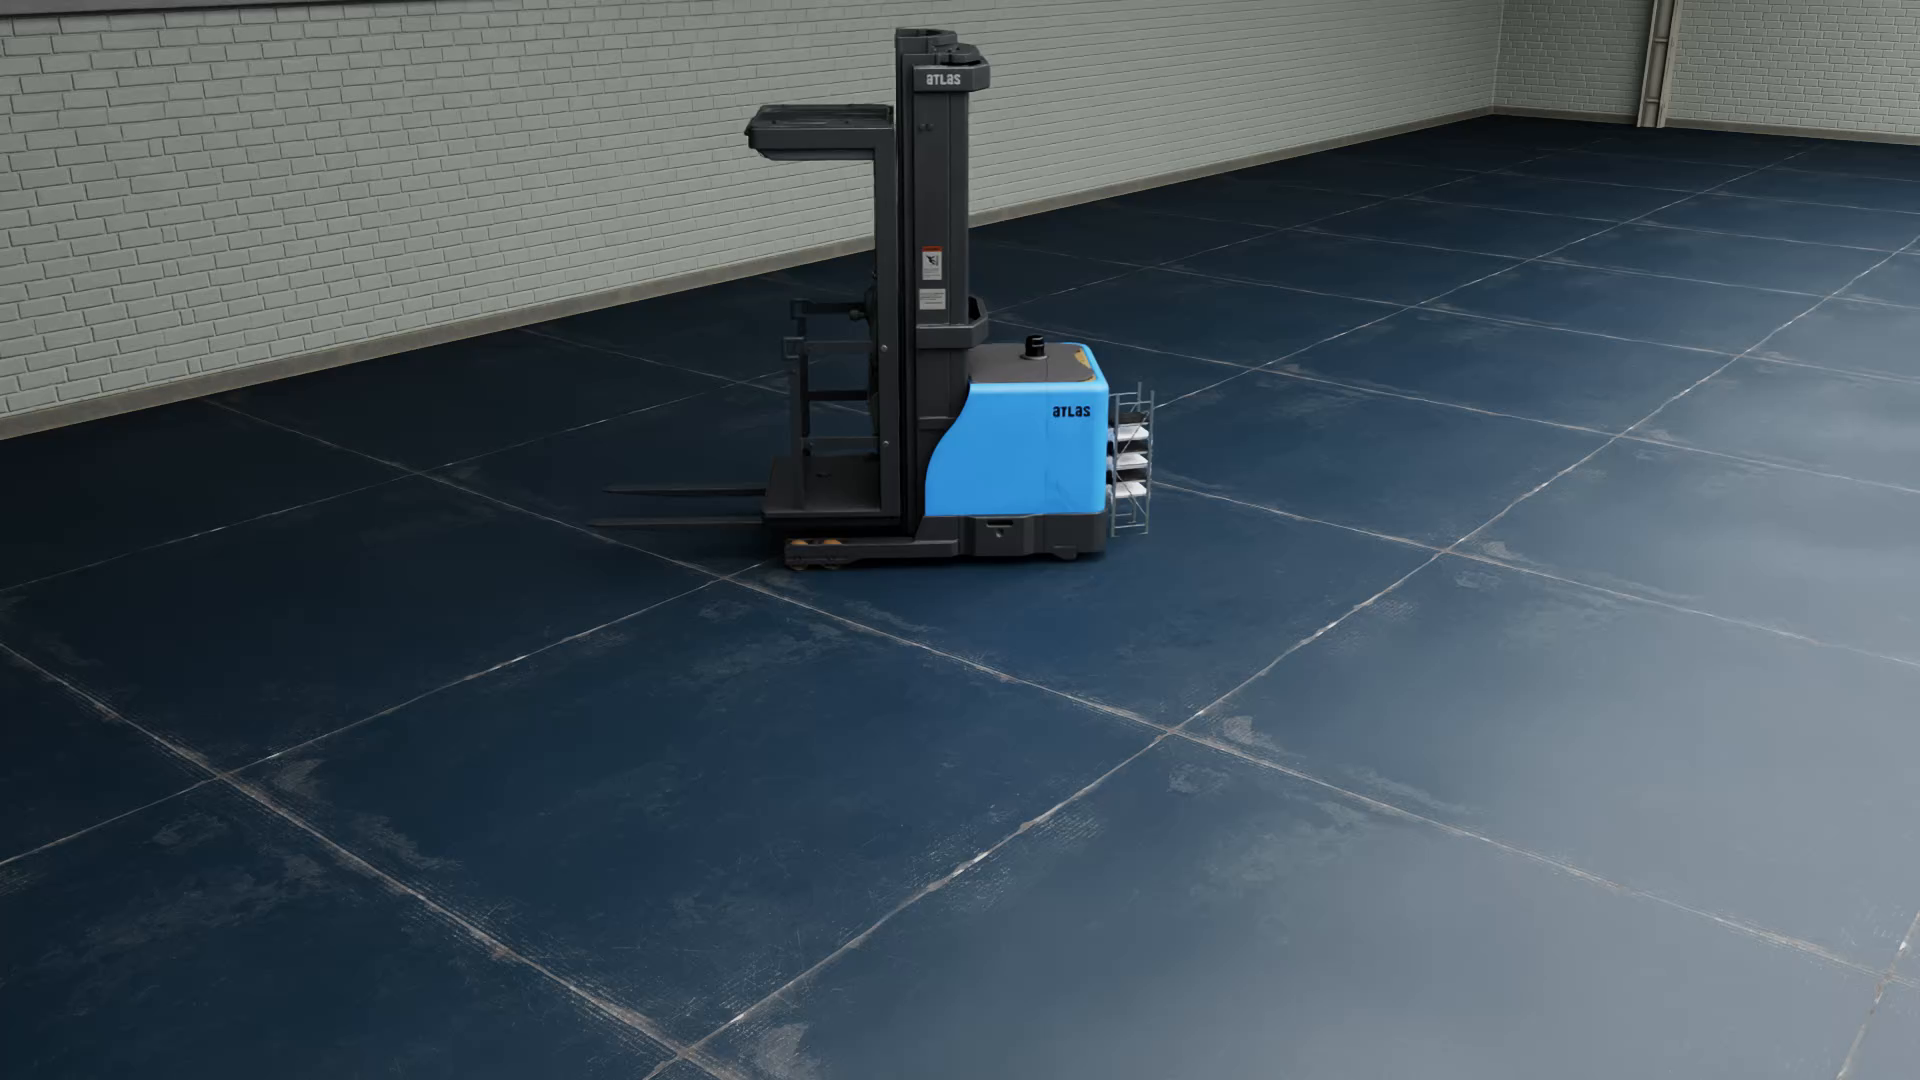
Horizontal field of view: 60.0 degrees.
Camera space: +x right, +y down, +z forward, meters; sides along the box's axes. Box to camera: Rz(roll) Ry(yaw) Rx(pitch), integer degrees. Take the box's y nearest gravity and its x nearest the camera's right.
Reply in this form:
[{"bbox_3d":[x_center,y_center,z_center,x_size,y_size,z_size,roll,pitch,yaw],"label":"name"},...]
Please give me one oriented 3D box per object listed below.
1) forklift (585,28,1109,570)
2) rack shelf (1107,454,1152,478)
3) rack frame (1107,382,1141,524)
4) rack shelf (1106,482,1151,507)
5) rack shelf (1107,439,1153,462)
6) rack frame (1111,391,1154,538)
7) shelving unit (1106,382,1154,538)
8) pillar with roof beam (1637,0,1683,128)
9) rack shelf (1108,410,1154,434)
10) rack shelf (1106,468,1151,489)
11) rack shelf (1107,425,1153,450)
[{"bbox_3d":[-0.677,-1.392,9.585,3.031,2.935,1.130,-1,21,-2],"label":"forklift"},{"bbox_3d":[1.003,-0.451,10.062,0.258,0.077,0.200,-6,21,-15],"label":"rack shelf"},{"bbox_3d":[0.975,-0.517,10.142,0.240,0.900,0.006,-6,21,-15],"label":"rack frame"},{"bbox_3d":[1.003,-0.283,10.126,0.258,0.077,0.200,-6,21,-15],"label":"rack shelf"},{"bbox_3d":[1.003,-0.536,10.030,0.258,0.077,0.200,-6,21,-15],"label":"rack shelf"},{"bbox_3d":[1.031,-0.448,9.959,0.240,0.900,0.006,-6,21,-15],"label":"rack frame"},{"bbox_3d":[1.003,-0.483,10.050,0.258,0.900,0.210,-6,21,-15],"label":"shelving unit"},{"bbox_3d":[9.532,-10.369,24.791,0.400,9.000,9.100,16,26,36],"label":"pillar with roof beam"},{"bbox_3d":[1.003,-0.704,9.967,0.258,0.077,0.200,-6,21,-15],"label":"rack shelf"},{"bbox_3d":[1.003,-0.367,10.094,0.258,0.077,0.200,-6,21,-15],"label":"rack shelf"},{"bbox_3d":[1.003,-0.620,9.998,0.258,0.077,0.200,-6,21,-15],"label":"rack shelf"}]
